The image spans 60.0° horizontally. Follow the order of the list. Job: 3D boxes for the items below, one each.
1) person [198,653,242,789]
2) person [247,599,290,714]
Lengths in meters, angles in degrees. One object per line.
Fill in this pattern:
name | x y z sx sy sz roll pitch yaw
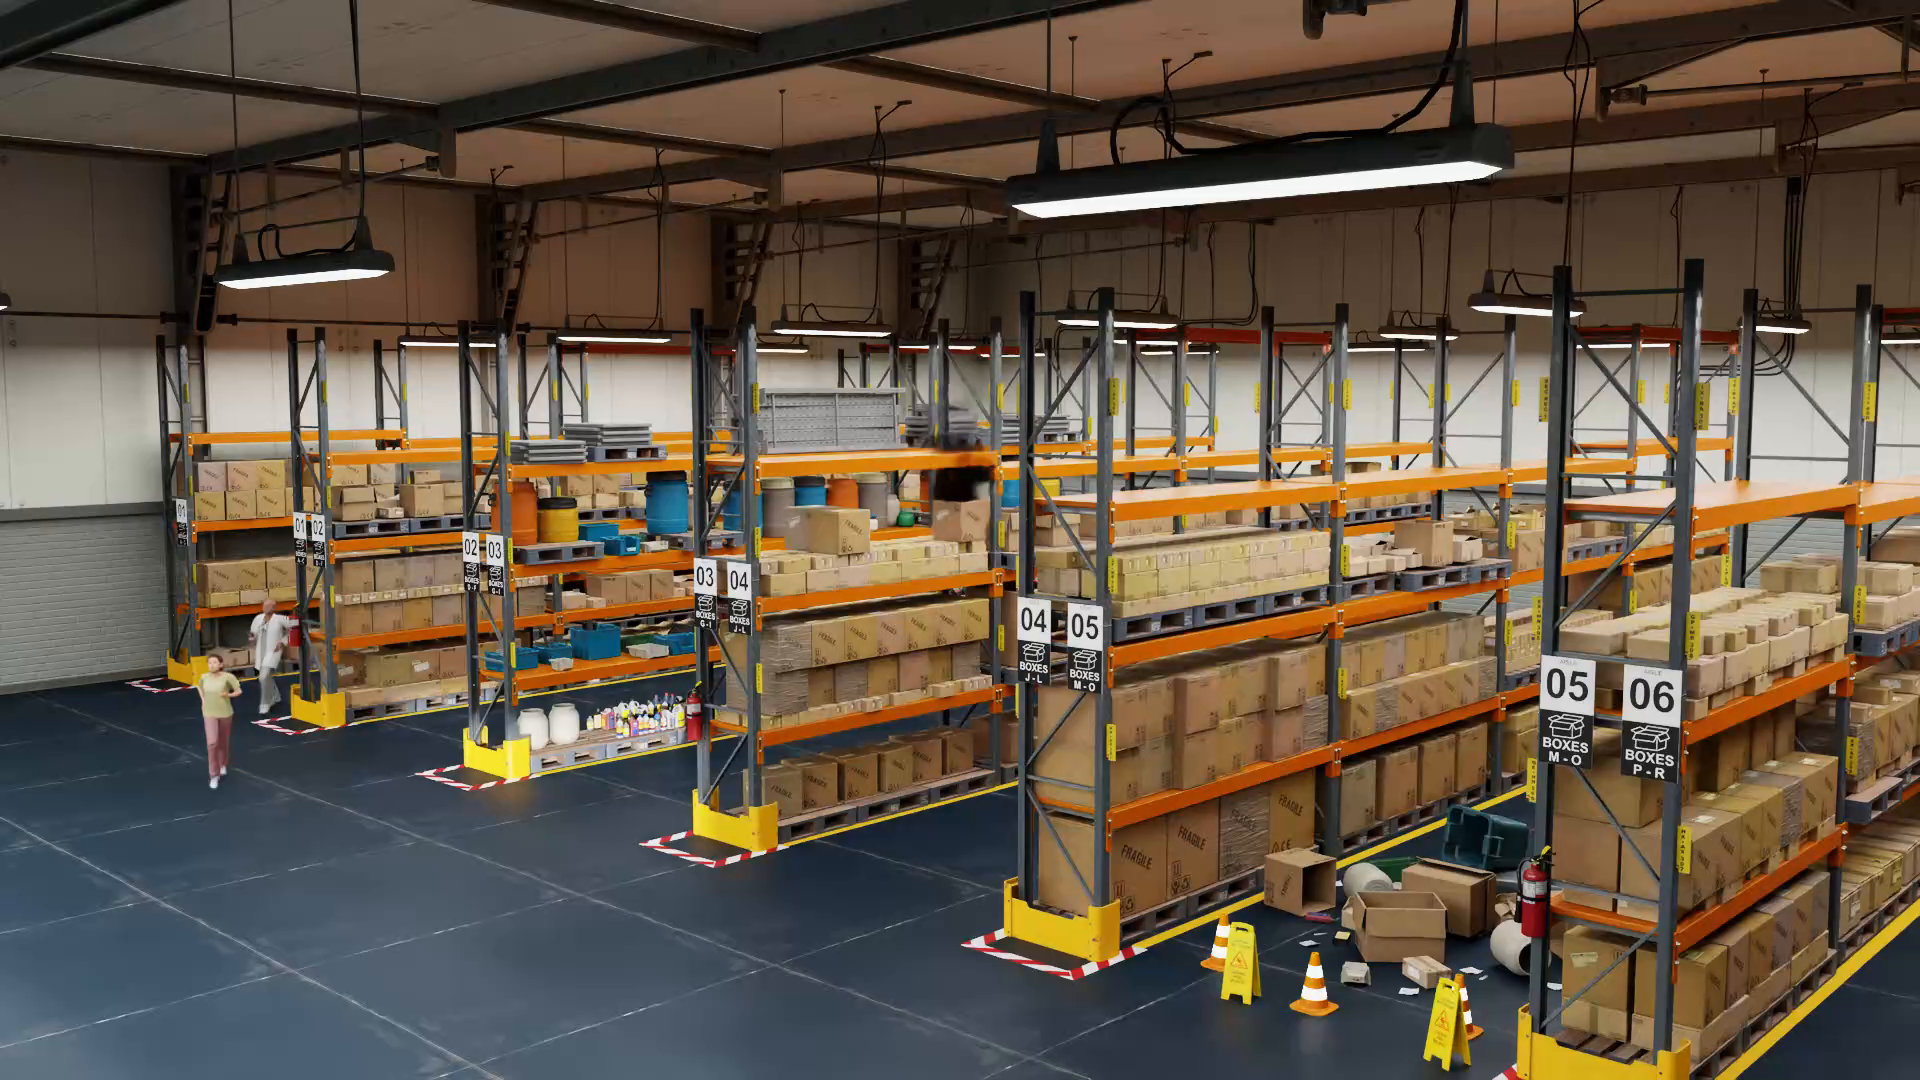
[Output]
person | -9.593 2.313 21.580 0.551 1.719 0.824 -2 6 -19
person | -10.869 1.843 26.211 0.706 1.834 0.803 2 6 16
